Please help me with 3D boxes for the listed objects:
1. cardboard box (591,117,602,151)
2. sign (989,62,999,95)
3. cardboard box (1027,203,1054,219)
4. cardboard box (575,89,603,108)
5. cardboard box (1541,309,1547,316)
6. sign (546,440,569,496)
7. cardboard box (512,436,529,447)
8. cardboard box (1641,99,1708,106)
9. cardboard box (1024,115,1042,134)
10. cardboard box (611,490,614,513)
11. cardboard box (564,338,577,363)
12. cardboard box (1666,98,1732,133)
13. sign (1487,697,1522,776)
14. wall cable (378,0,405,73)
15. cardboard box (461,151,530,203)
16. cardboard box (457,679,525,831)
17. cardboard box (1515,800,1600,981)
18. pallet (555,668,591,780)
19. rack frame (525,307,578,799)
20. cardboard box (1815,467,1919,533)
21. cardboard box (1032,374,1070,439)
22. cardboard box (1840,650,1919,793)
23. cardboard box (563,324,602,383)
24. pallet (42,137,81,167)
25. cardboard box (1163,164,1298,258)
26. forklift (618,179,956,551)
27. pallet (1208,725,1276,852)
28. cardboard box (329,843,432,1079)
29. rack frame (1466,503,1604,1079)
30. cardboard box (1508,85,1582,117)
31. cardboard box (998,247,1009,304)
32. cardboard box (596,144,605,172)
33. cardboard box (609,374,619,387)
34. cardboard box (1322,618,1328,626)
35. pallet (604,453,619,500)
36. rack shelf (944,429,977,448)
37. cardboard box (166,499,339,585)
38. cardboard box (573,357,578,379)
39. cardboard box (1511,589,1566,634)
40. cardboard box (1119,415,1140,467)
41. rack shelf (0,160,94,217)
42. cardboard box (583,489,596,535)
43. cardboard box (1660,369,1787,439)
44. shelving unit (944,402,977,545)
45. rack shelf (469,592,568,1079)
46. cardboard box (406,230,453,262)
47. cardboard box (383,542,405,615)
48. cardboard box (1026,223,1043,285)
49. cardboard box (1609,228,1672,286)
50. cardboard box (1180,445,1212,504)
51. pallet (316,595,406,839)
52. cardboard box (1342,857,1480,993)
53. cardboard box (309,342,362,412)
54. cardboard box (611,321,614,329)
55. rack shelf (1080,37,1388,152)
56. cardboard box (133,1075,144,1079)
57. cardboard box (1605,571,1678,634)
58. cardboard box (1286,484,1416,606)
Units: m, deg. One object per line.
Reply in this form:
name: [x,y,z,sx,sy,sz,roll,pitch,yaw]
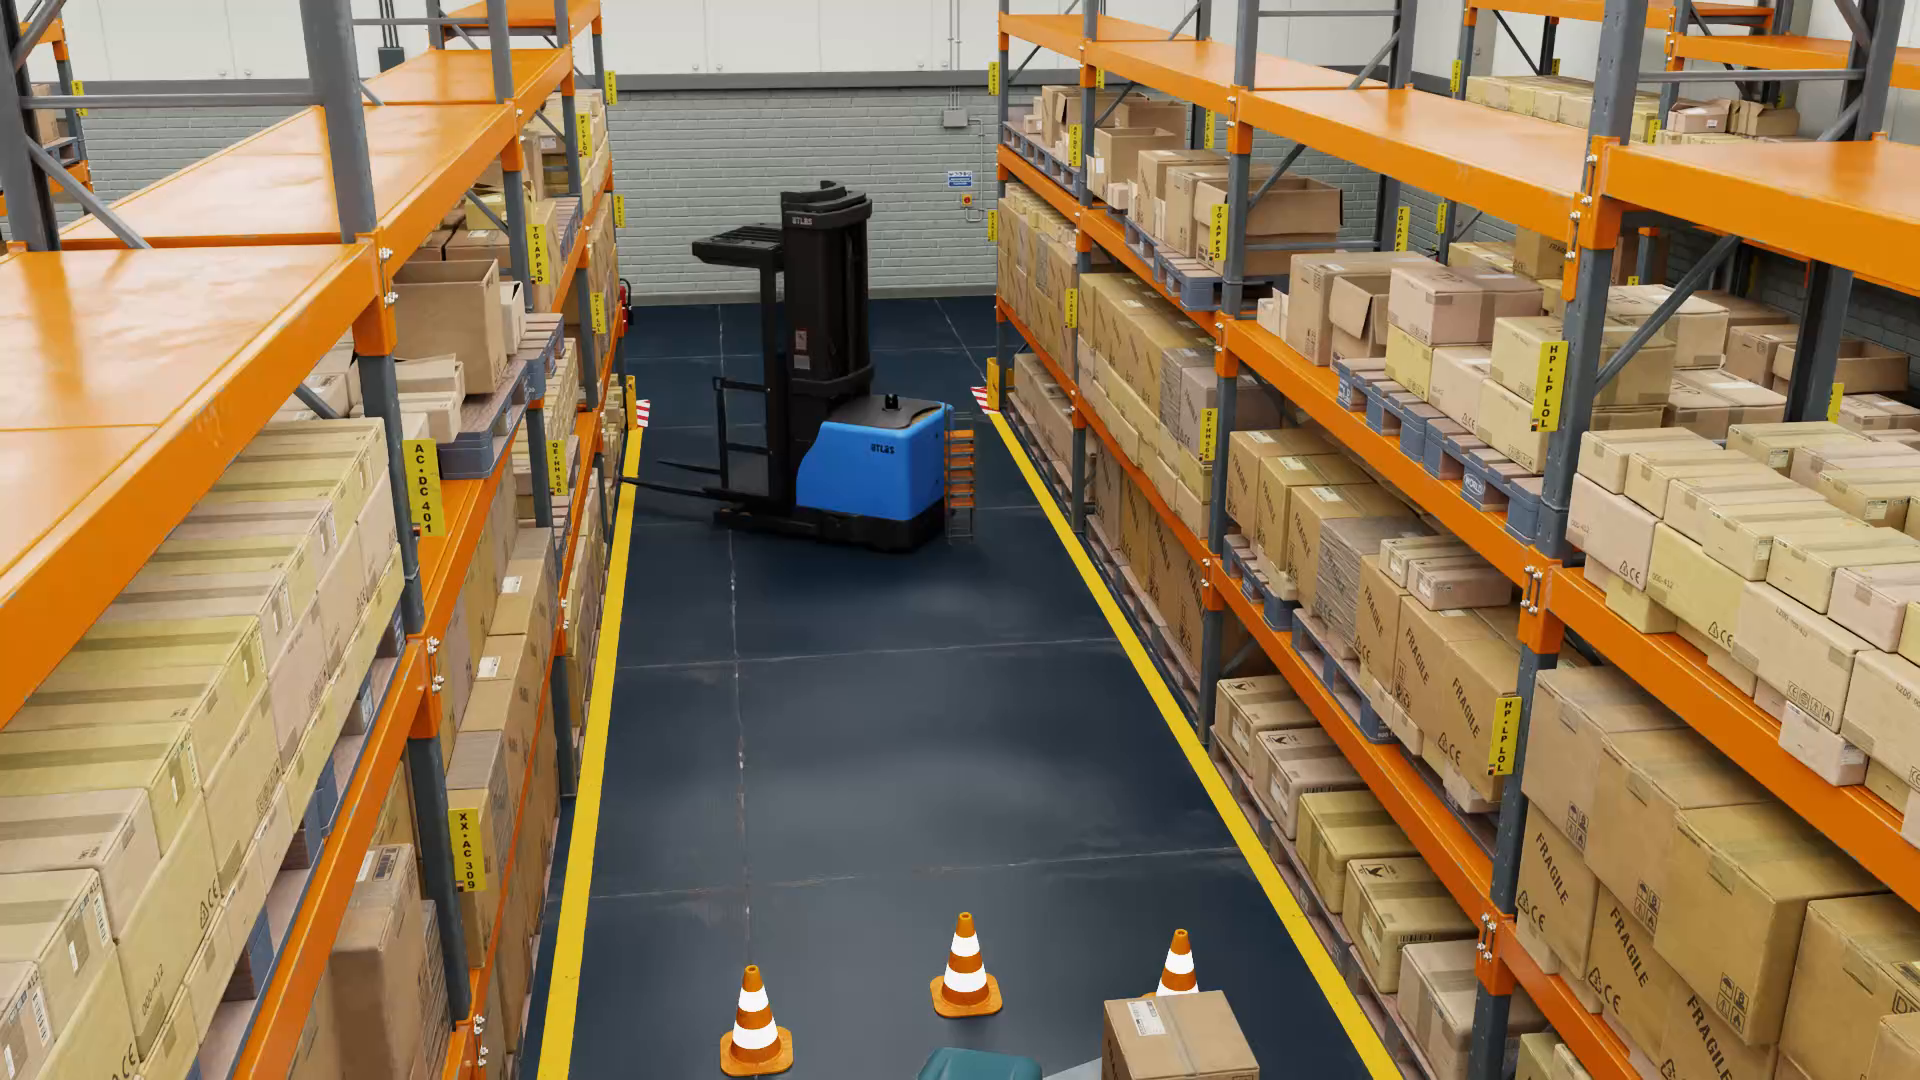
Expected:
cardboard box: [-3.524,-3.675,15.056,0.500,0.250,0.500,-3,21,-7]
sign: [0.345,-4.718,16.985,0.100,0.325,0.005,-3,21,-8]
cardboard box: [0.845,-3.124,15.869,0.380,0.149,0.250,-3,21,-7]
cardboard box: [-3.650,-4.263,16.059,0.380,0.149,0.250,-3,21,-8]
cardboard box: [5.882,-2.274,16.450,0.380,0.149,0.250,-3,21,-8]
sign: [-2.287,-0.409,9.443,0.100,0.325,0.005,-3,21,-8]
cardboard box: [-2.783,-0.543,10.365,0.380,0.149,0.250,-3,21,-8]
cardboard box: [6.503,-3.831,15.049,0.500,0.250,0.500,-3,21,-9]
cardboard box: [0.824,-4.034,16.134,0.380,0.149,0.250,-2,21,-6]
cardboard box: [-3.185,-0.318,14.328,0.380,0.149,0.250,-2,21,-6]
cardboard box: [-3.161,-1.451,12.796,0.380,0.149,0.250,-2,21,-5]
cardboard box: [6.081,-3.501,13.689,0.396,0.266,0.258,-3,21,-8]
sign: [2.076,0.750,6.341,0.100,0.325,0.005,-3,21,-8]
wall cable: [-6.316,-8.841,20.502,2.277,5.999,0.120,-3,21,-8]
cardboard box: [-3.319,-2.331,11.209,0.797,0.503,0.637,-3,21,-8]
cardboard box: [-2.211,0.957,7.298,0.500,0.500,0.500,-3,21,-8]
cardboard box: [2.413,1.243,6.107,0.500,0.500,0.500,-3,21,-8]
pallet: [-2.947,1.198,10.780,1.003,0.211,1.213,-3,21,-8]
rack frame: [-2.835,0.163,9.567,1.000,3.000,0.127,-3,21,-8]
cardboard box: [2.949,-0.119,5.253,0.380,0.149,0.250,-2,21,-6]
cardboard box: [1.229,-1.348,16.675,0.875,0.438,0.875,-2,21,-6]
cardboard box: [2.635,0.482,4.215,0.500,0.250,0.500,-3,21,-7]
cardboard box: [-3.234,-1.593,13.699,0.500,0.500,0.500,-3,21,-9]
pallet: [-8.794,-3.499,15.212,1.003,0.211,1.213,-3,21,-8]
cardboard box: [1.718,-2.104,10.606,0.700,0.500,0.500,-4,21,-10]
forklift: [-1.600,-1.608,14.406,3.031,2.935,1.130,9,22,22]
pallet: [2.160,1.455,10.093,1.003,0.211,1.213,-3,21,-8]
cardboard box: [-2.045,1.286,4.803,0.875,0.550,0.550,-3,21,-8]
rack frame: [2.625,1.263,6.622,1.000,3.000,0.127,-3,21,-8]
cardboard box: [5.762,-4.335,16.398,0.500,0.250,0.500,-3,21,-9]
cardboard box: [0.680,-2.758,17.244,0.500,0.500,0.500,-3,21,-8]
cardboard box: [-3.522,-3.449,15.165,0.500,0.250,0.500,-2,21,-5]
cardboard box: [-3.662,-1.576,16.848,0.380,0.149,0.250,-3,21,-7]
cardboard box: [2.123,0.389,8.720,0.380,0.149,0.250,-2,21,-6]
pallet: [-3.723,-0.570,15.515,1.003,0.211,1.213,-3,21,-8]
rack shelf: [0.002,-0.853,13.957,0.258,0.103,0.180,-3,21,-8]
cardboard box: [-1.783,0.015,4.153,0.380,0.149,0.250,-3,21,-7]
cardboard box: [-3.159,-1.313,12.852,0.380,0.149,0.250,-2,21,-6]
cardboard box: [2.768,0.530,7.416,0.500,0.500,0.500,-3,21,-8]
cardboard box: [1.471,-0.740,12.199,0.500,0.250,0.500,-3,21,-9]
rack shelf: [-8.623,-2.768,14.154,1.077,0.370,4.000,-3,21,-8]
cardboard box: [-2.994,-0.175,12.374,0.500,0.250,0.500,-2,21,-5]
cardboard box: [2.937,-0.491,6.645,0.500,0.250,0.500,-3,21,-9]
shelving unit: [0.002,-0.557,14.067,0.258,1.200,0.189,-3,21,-8]
rack shelf: [-2.547,1.192,7.839,1.077,0.370,4.000,-3,21,-8]
cardboard box: [-3.169,-1.474,9.520,0.500,0.500,0.500,-3,21,-8]
cardboard box: [-1.890,0.127,4.993,0.380,0.149,0.250,-3,21,-8]
cardboard box: [0.919,-2.697,15.653,0.500,0.500,0.500,-3,21,-8]
cardboard box: [6.432,-2.708,15.971,0.500,0.500,0.500,-3,21,-9]
cardboard box: [1.727,-0.441,10.683,0.500,0.250,0.500,-3,21,-8]
pallet: [-2.151,0.468,4.590,1.003,0.211,1.213,-3,21,-8]
cardboard box: [2.440,1.867,8.160,0.950,0.372,0.625,-2,21,-4]
cardboard box: [-2.729,-0.655,6.854,0.500,0.311,0.500,-4,21,-10]
cardboard box: [-3.552,-2.130,16.064,0.380,0.149,0.250,-2,21,-6]
rack shelf: [1.760,-3.100,11.330,1.077,0.370,4.000,-3,21,-8]
cardboard box: [-1.524,1.004,2.644,0.380,0.149,0.250,-3,21,-7]
cardboard box: [2.407,0.189,5.568,0.380,0.149,0.250,-3,21,-8]
cardboard box: [2.049,0.026,8.765,0.500,0.500,0.500,-3,21,-7]
